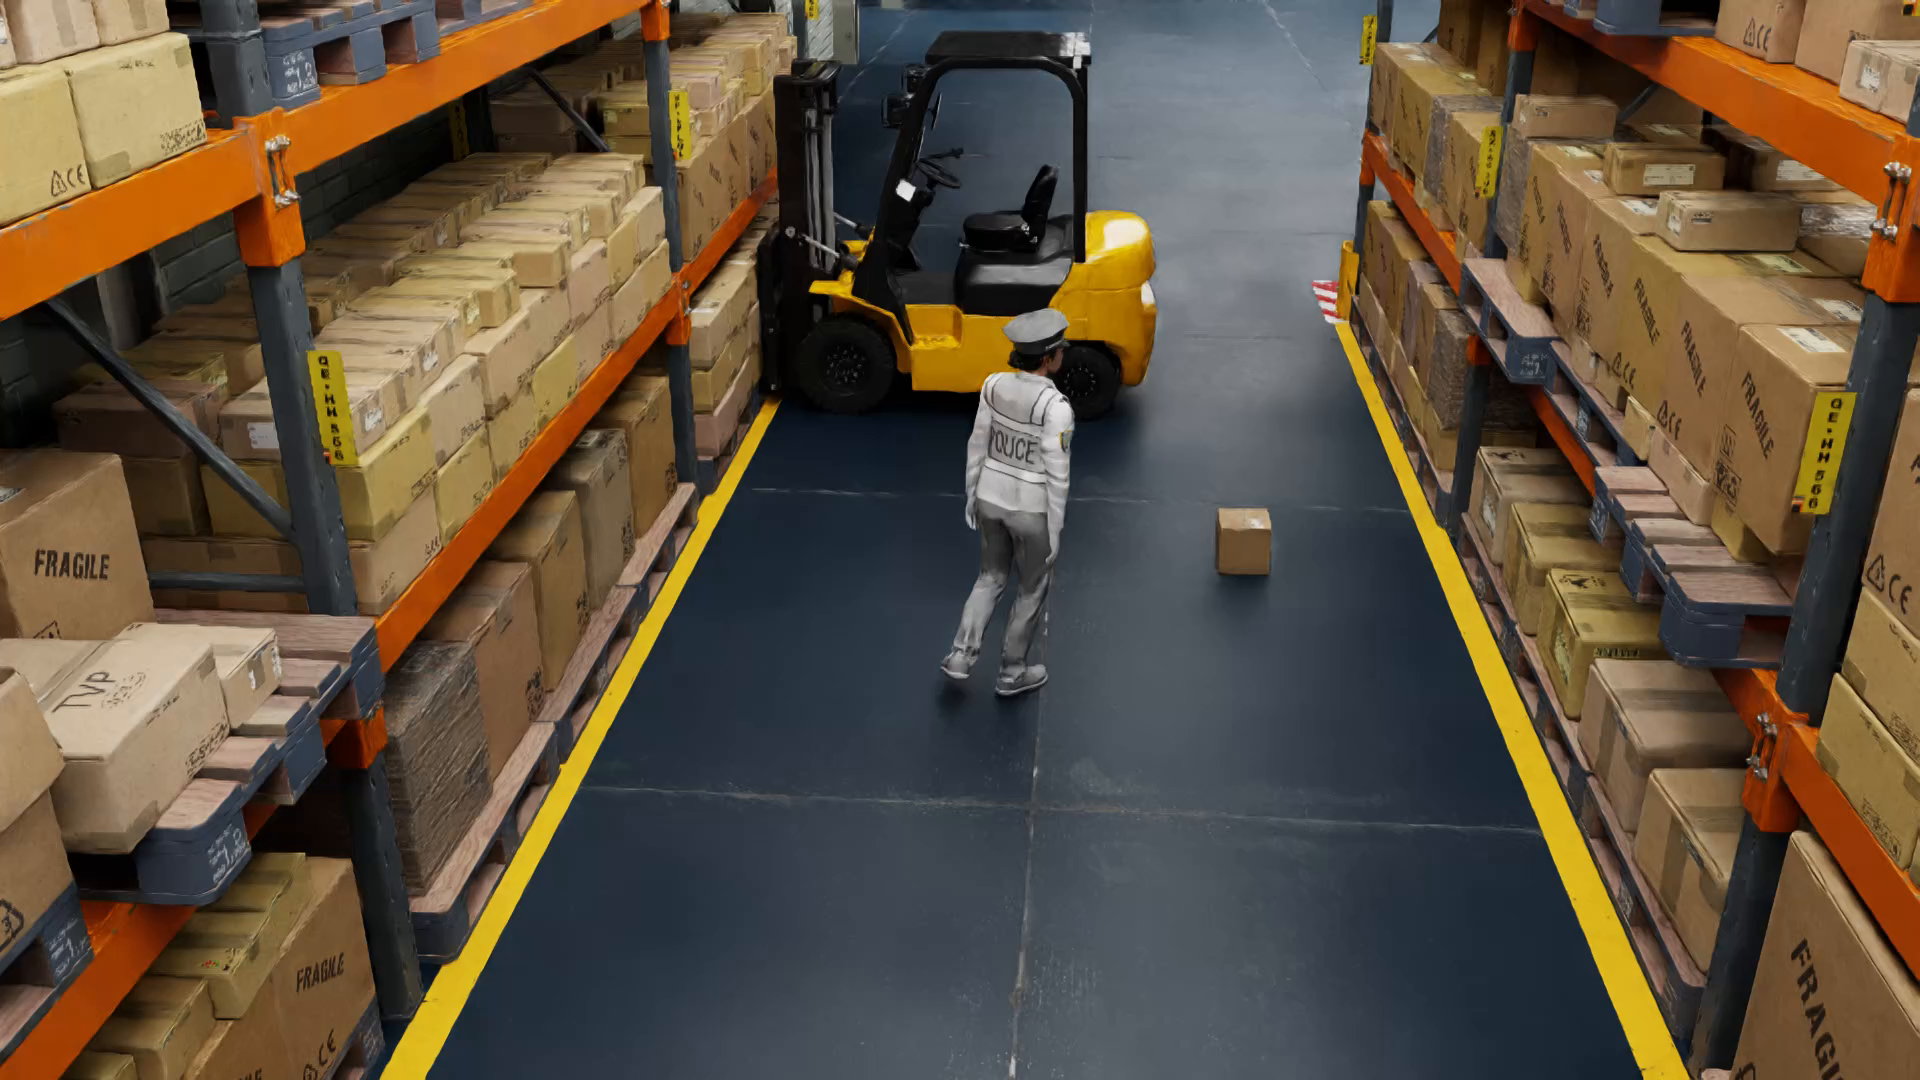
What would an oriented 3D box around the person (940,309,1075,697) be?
[{"bbox_3d":[0.196,-0.101,6.805,0.522,1.670,0.532,19,31,36],"label":"person"}]
